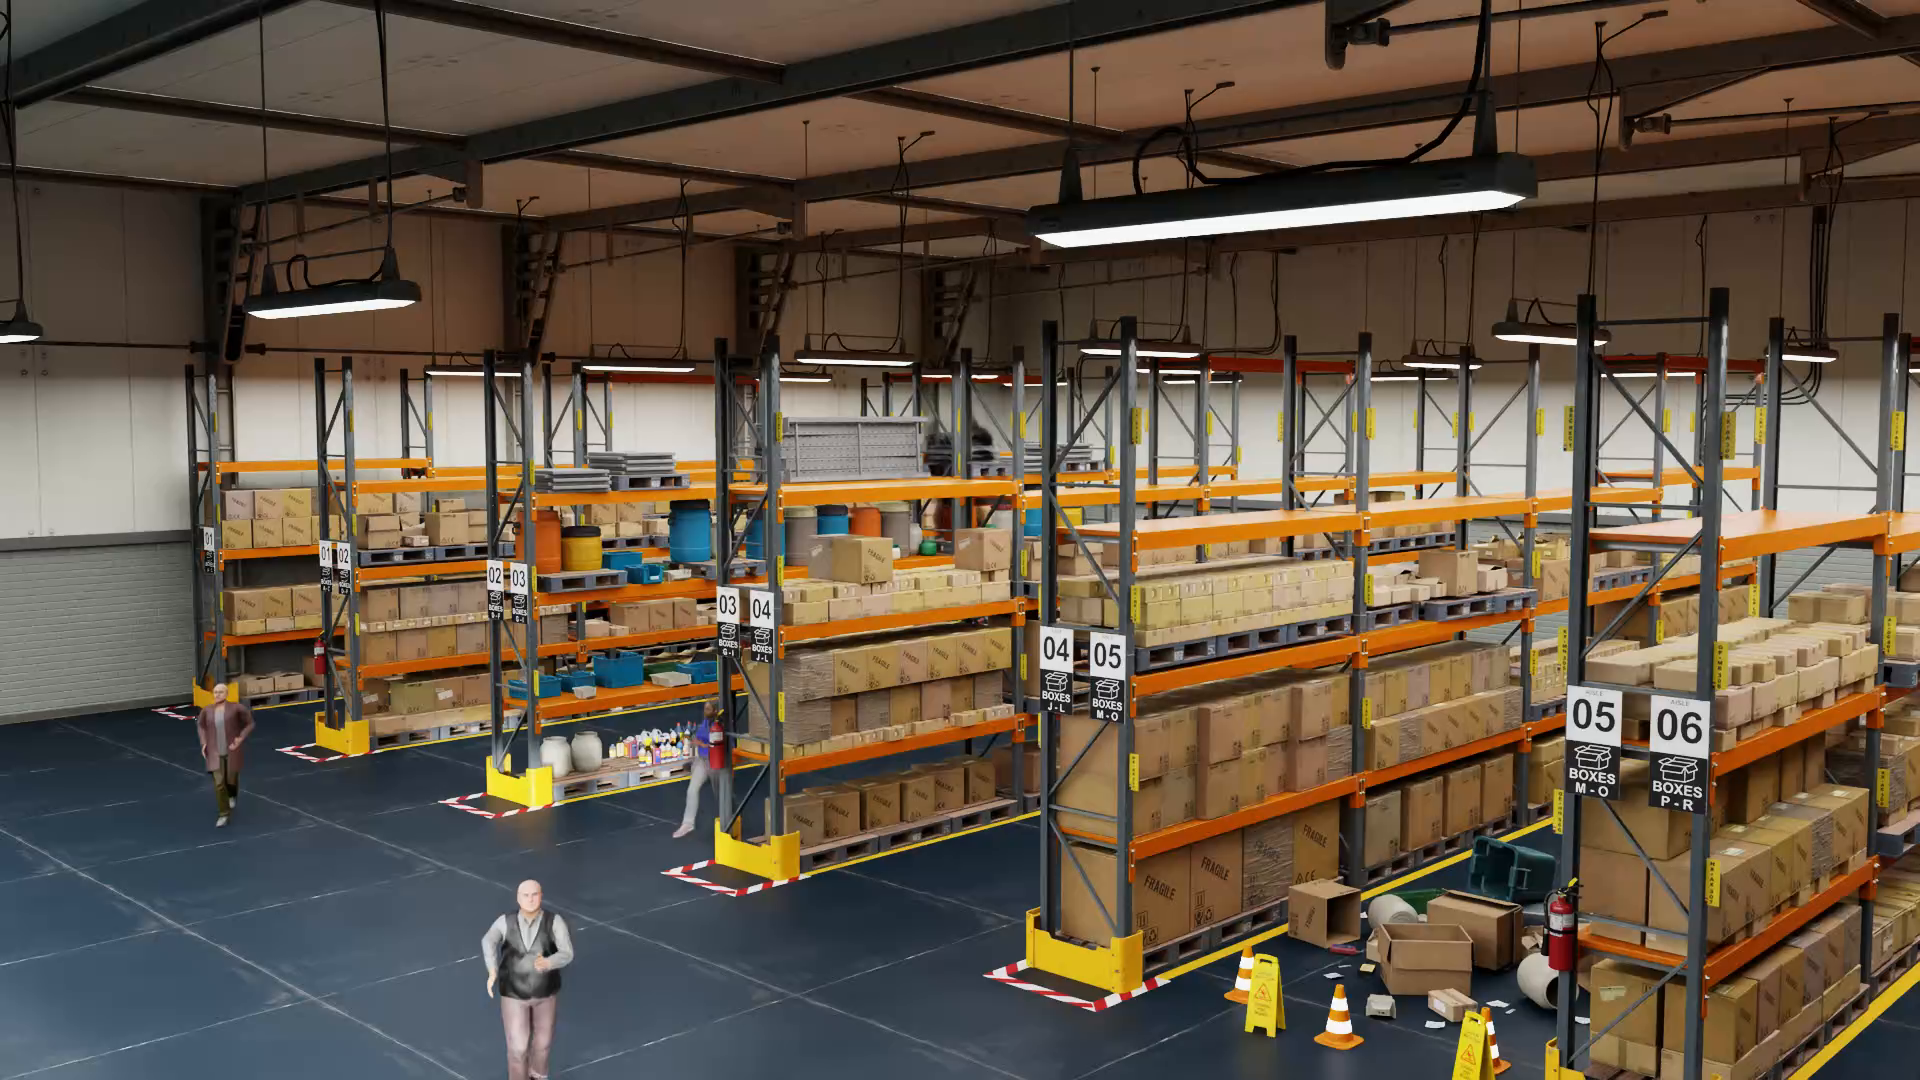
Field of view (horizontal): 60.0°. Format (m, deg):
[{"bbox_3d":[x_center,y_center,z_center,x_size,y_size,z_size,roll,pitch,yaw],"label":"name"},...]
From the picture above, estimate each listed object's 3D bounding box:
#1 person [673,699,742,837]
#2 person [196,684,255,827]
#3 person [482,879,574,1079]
[{"bbox_3d":[-3.034,2.746,20.202,0.568,1.643,0.912,4,6,41],"label":"person"},{"bbox_3d":[-9.293,2.690,21.038,0.706,1.763,0.761,-1,4,-12],"label":"person"},{"bbox_3d":[-3.154,3.373,12.193,0.625,1.782,0.764,-2,5,-21],"label":"person"}]
